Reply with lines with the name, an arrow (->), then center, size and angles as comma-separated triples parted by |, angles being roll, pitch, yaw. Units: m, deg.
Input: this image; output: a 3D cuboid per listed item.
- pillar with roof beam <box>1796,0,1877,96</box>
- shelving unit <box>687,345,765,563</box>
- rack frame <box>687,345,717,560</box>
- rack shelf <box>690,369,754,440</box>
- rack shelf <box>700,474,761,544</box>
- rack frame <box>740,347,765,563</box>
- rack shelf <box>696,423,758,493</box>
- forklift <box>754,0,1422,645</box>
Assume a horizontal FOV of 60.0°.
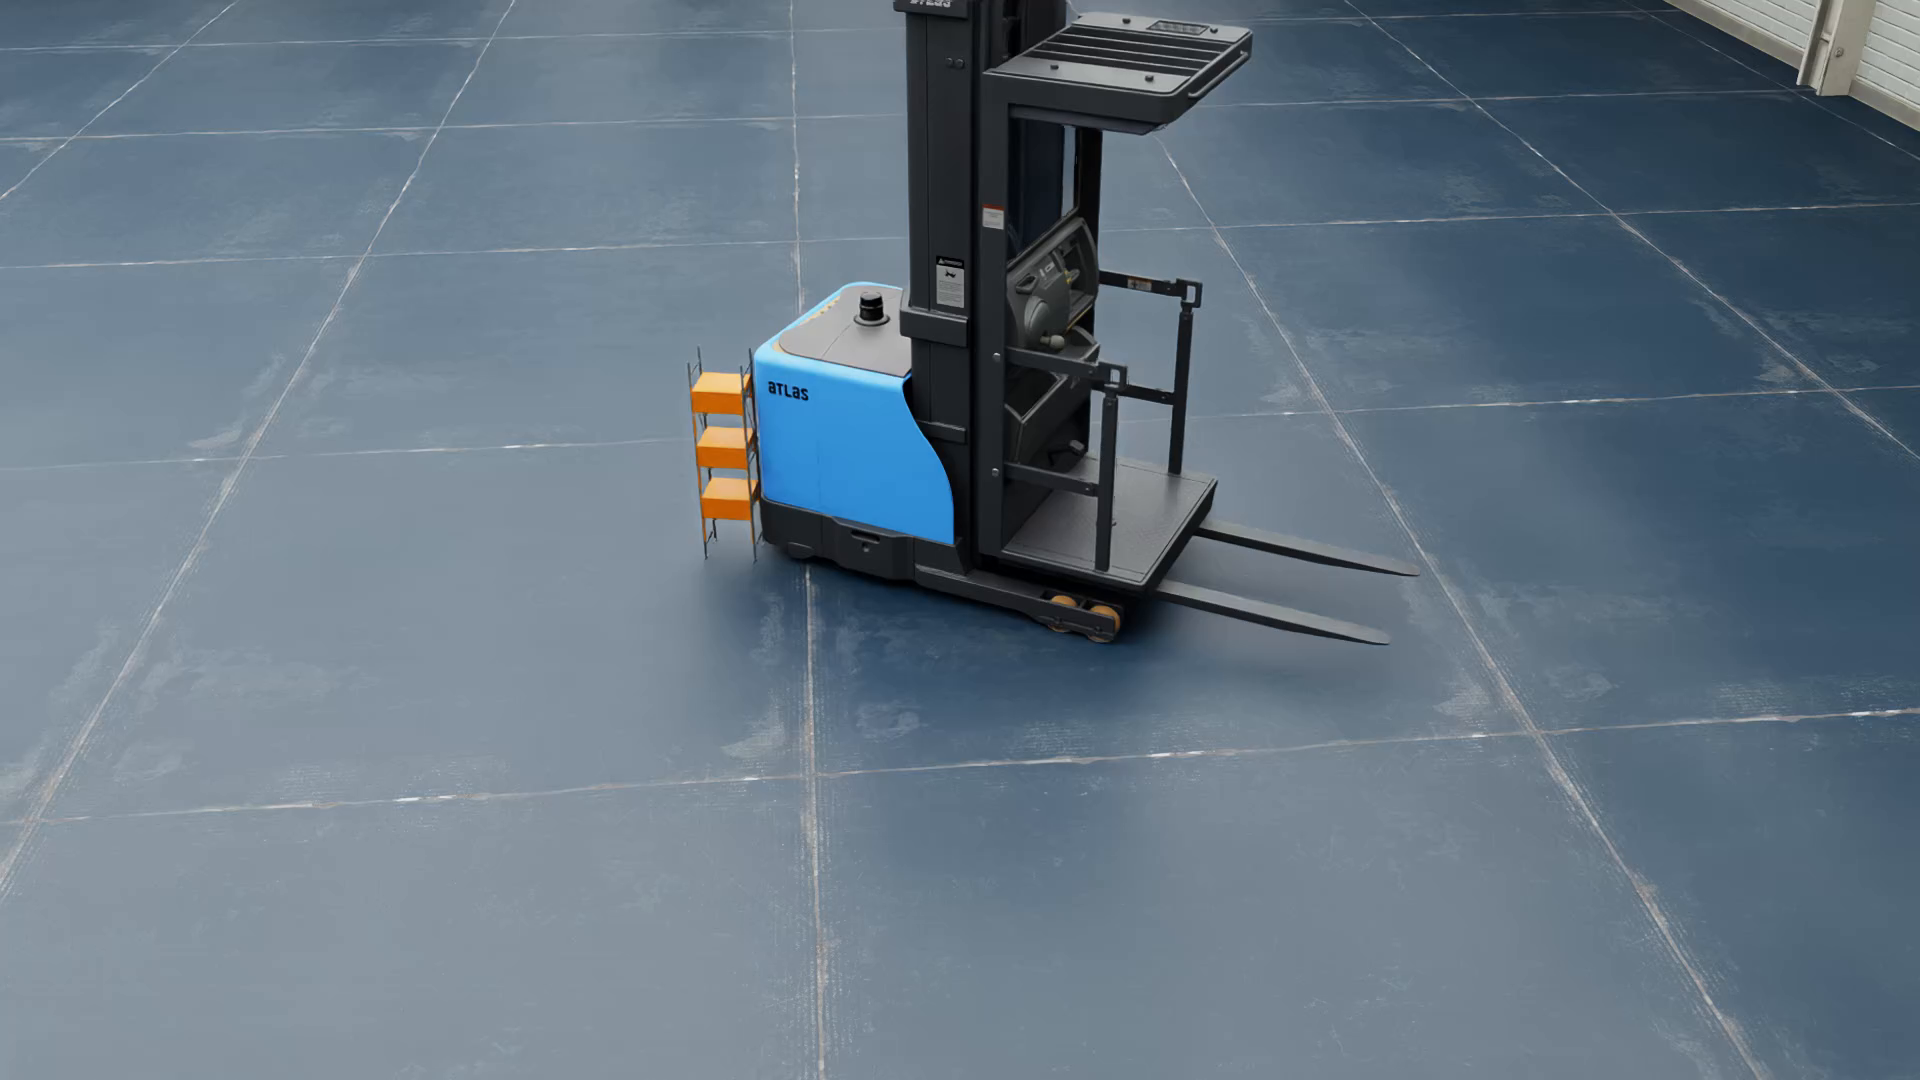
pillar with roof beam -> 3.559, -7.755, 12.458 | 9.100, 9.000, 0.400 | -3, 31, -5
shelving unit -> -1.103, -0.398, 7.892 | 0.252, 1.050, 0.215 | 3, 31, 6
rack frame -> -1.224, -0.405, 7.905 | 0.008, 1.050, 0.200 | 3, 31, 6
rack shelf -> -1.103, -0.633, 7.752 | 0.240, 0.259, 0.215 | 3, 31, 6
rack shelf -> -1.103, -0.150, 8.040 | 0.240, 0.259, 0.215 | 3, 31, 6
rack frame -> -0.982, -0.391, 7.880 | 0.008, 1.050, 0.200 | 3, 31, 6
rack shelf -> -1.103, -0.389, 7.898 | 0.240, 0.259, 0.215 | 3, 31, 6
forklift -> 0.596, -1.107, 7.246 | 3.031, 2.935, 1.130 | 14, 33, 21
